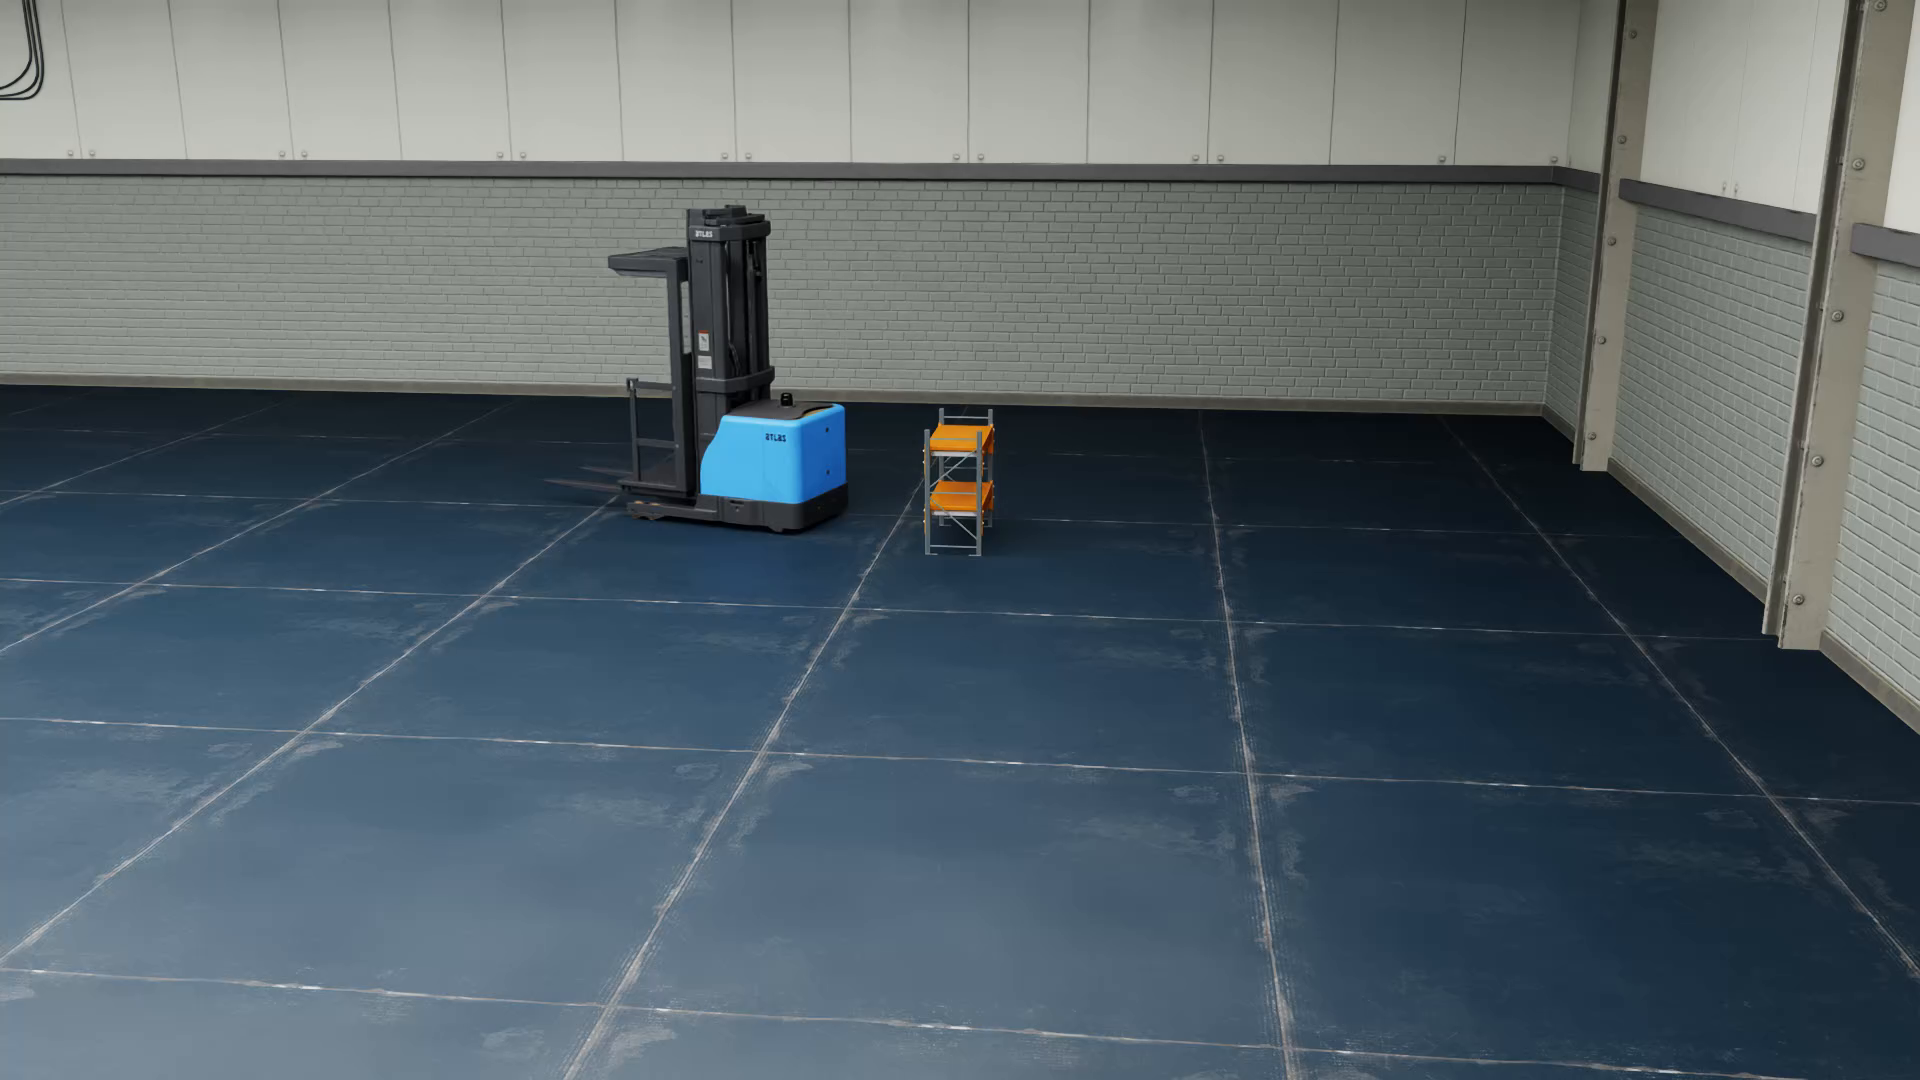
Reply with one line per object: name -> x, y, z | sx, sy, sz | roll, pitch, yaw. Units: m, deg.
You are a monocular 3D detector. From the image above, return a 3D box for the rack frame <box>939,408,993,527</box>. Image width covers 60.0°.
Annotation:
rack frame -> 0.057, -0.673, 15.584 | 0.500, 1.125, 0.032 | 2, 15, 6

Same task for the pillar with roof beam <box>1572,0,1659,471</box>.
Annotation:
pillar with roof beam -> 2.634, -5.272, 17.506 | 9.100, 9.000, 0.400 | 2, 15, 6

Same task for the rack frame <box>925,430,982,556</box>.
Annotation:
rack frame -> -0.058, -0.409, 14.609 | 0.500, 1.125, 0.032 | 2, 15, 6

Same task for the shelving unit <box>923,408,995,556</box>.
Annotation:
shelving unit -> -0.001, -0.541, 15.097 | 0.538, 1.125, 1.048 | 2, 15, 6

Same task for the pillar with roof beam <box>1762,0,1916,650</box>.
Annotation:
pillar with roof beam -> 1.957, -3.716, 11.751 | 9.100, 9.000, 0.400 | 2, 15, 6

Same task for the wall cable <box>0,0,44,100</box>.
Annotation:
wall cable -> -13.310, -8.156, 21.657 | 2.305, 6.003, 0.169 | 2, 15, 6

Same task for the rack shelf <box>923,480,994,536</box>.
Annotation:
rack shelf -> -0.001, -0.305, 15.161 | 0.538, 0.278, 1.000 | 2, 15, 6

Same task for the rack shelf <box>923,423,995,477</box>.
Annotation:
rack shelf -> -0.001, -0.824, 15.020 | 0.538, 0.278, 1.000 | 2, 15, 6

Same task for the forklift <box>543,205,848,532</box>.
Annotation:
forklift -> -2.652, -1.719, 15.993 | 3.031, 2.935, 1.130 | 7, 16, 23
